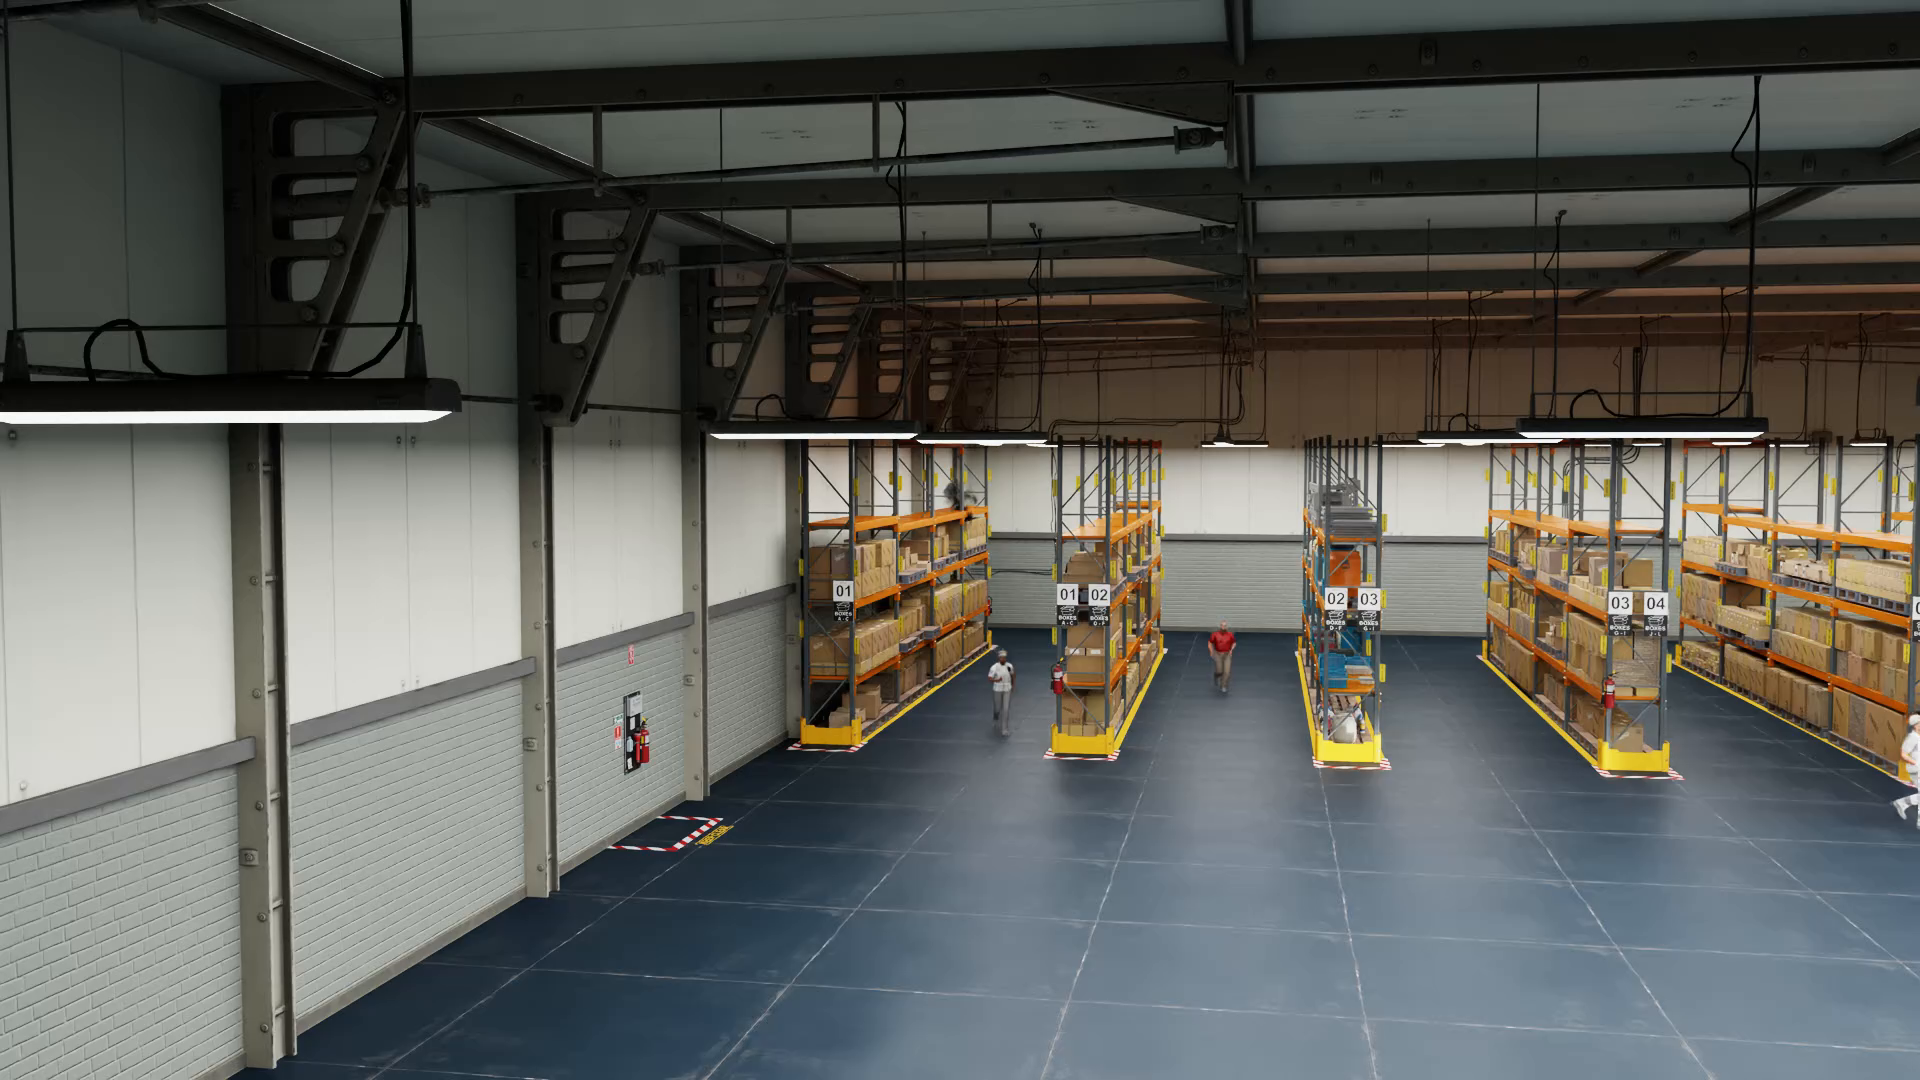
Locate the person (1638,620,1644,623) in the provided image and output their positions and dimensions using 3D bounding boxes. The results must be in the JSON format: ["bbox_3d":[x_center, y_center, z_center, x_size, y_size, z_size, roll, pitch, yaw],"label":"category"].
[{"bbox_3d":[16.839,2.725,41.147,0.543,1.574,0.694,0,3,3],"label":"person"}]

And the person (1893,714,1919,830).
[{"bbox_3d":[14.422,3.493,25.082,0.658,1.741,0.687,-3,4,-40],"label":"person"}]

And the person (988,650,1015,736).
[{"bbox_3d":[0.848,3.047,33.564,0.598,1.683,0.875,0,3,-8],"label":"person"}]

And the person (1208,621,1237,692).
[{"bbox_3d":[6.226,2.765,39.382,0.667,1.670,0.598,0,3,-1],"label":"person"}]
